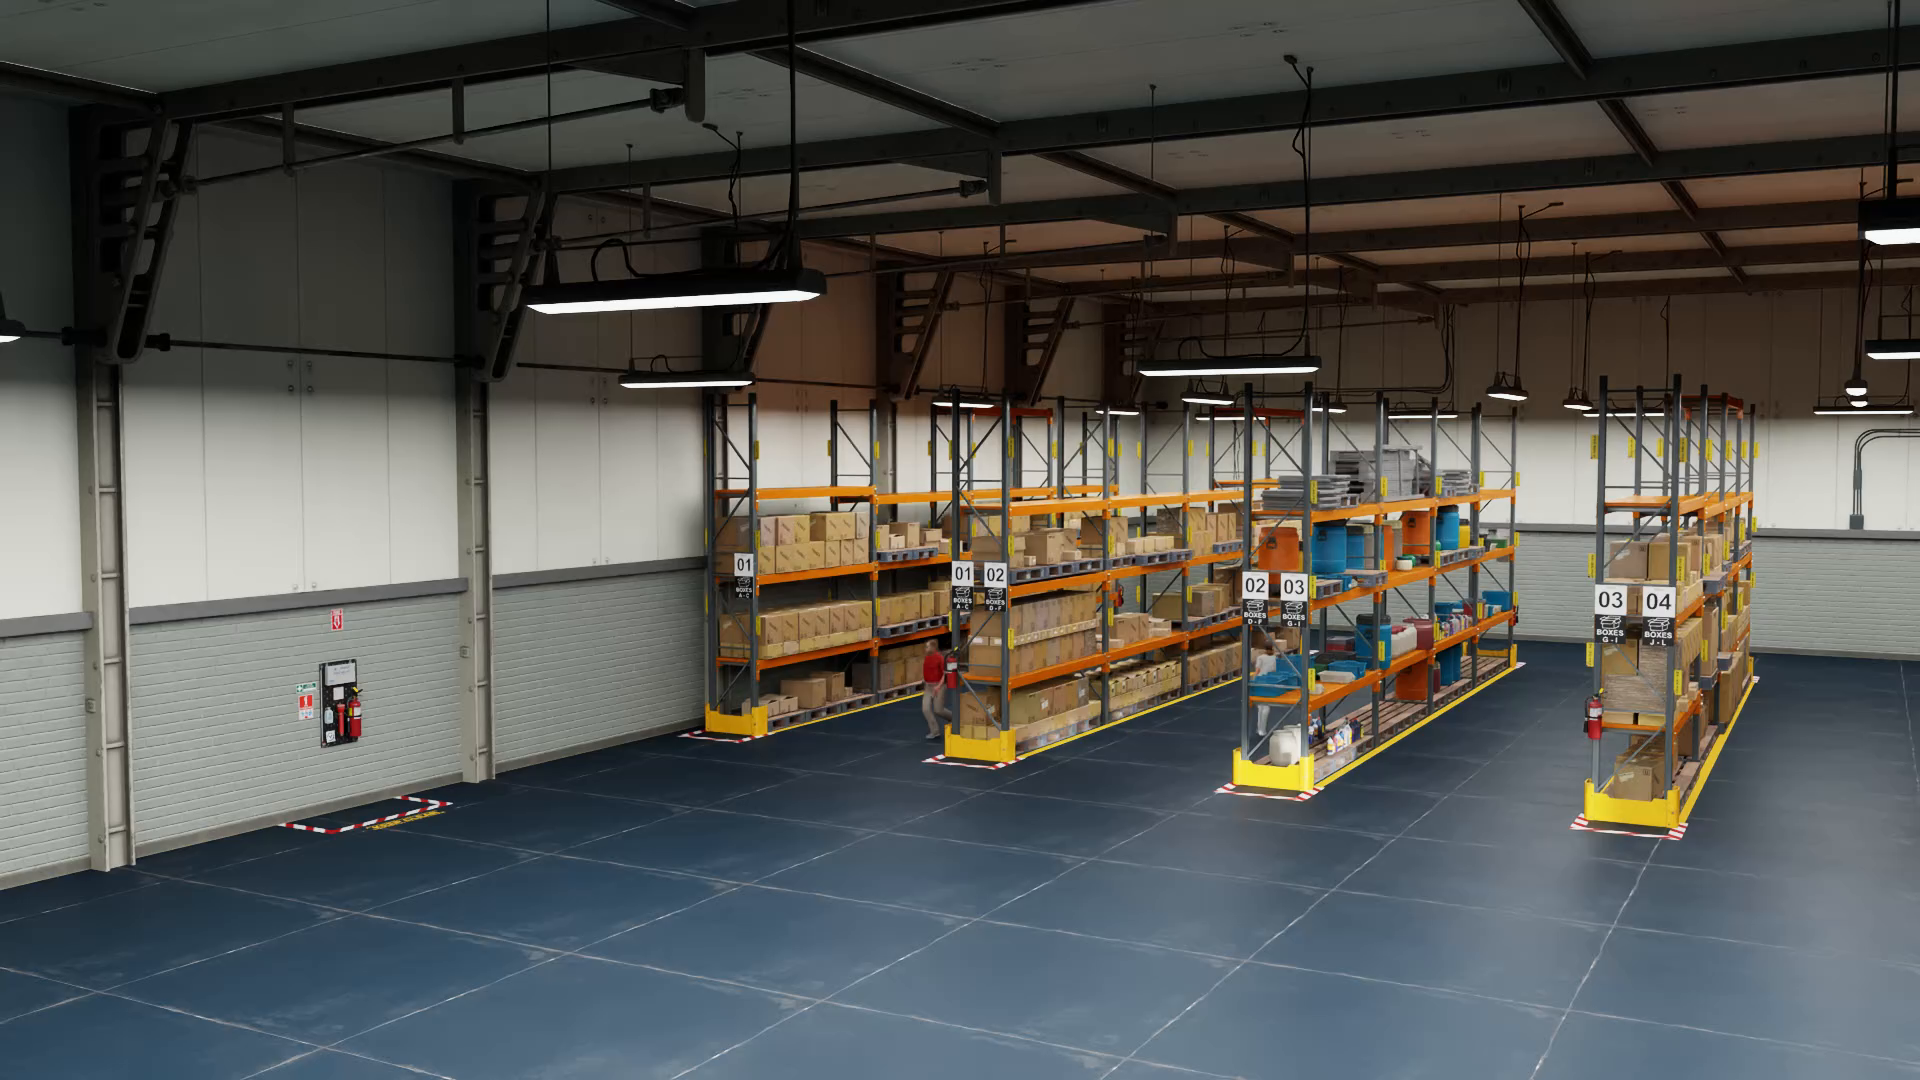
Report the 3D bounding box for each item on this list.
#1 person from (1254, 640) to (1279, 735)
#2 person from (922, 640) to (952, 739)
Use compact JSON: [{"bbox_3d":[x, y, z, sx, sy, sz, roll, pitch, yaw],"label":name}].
[{"bbox_3d":[5.390,2.619,29.189,0.436,1.714,0.595,1,3,26],"label":"person"},{"bbox_3d":[-0.407,2.594,29.038,0.591,1.699,0.605,3,4,42],"label":"person"}]
